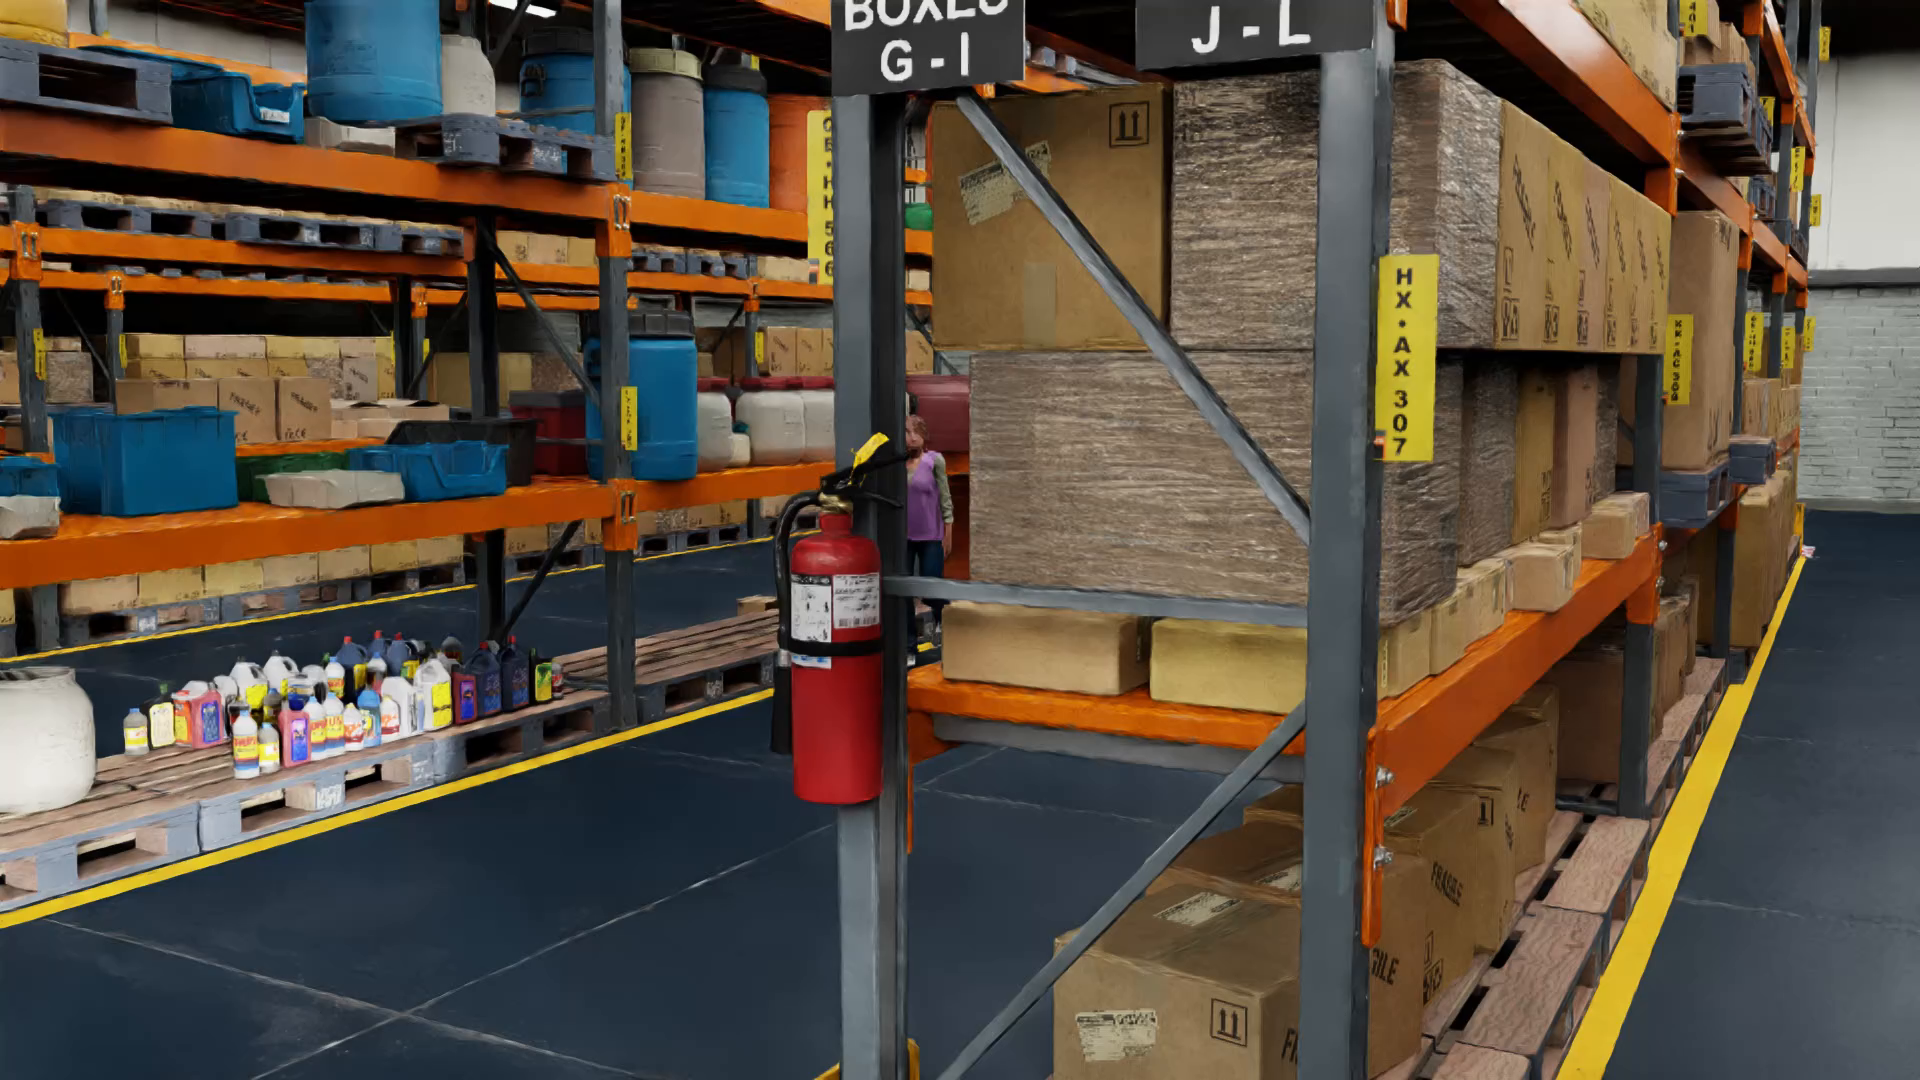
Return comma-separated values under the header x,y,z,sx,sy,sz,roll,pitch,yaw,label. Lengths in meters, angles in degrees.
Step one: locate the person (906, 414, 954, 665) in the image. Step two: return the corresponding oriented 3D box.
x,y,z,sx,sy,sz,roll,pitch,yaw,label
-0.231,-0.008,10.516,0.421,1.579,0.619,2,6,18,person
